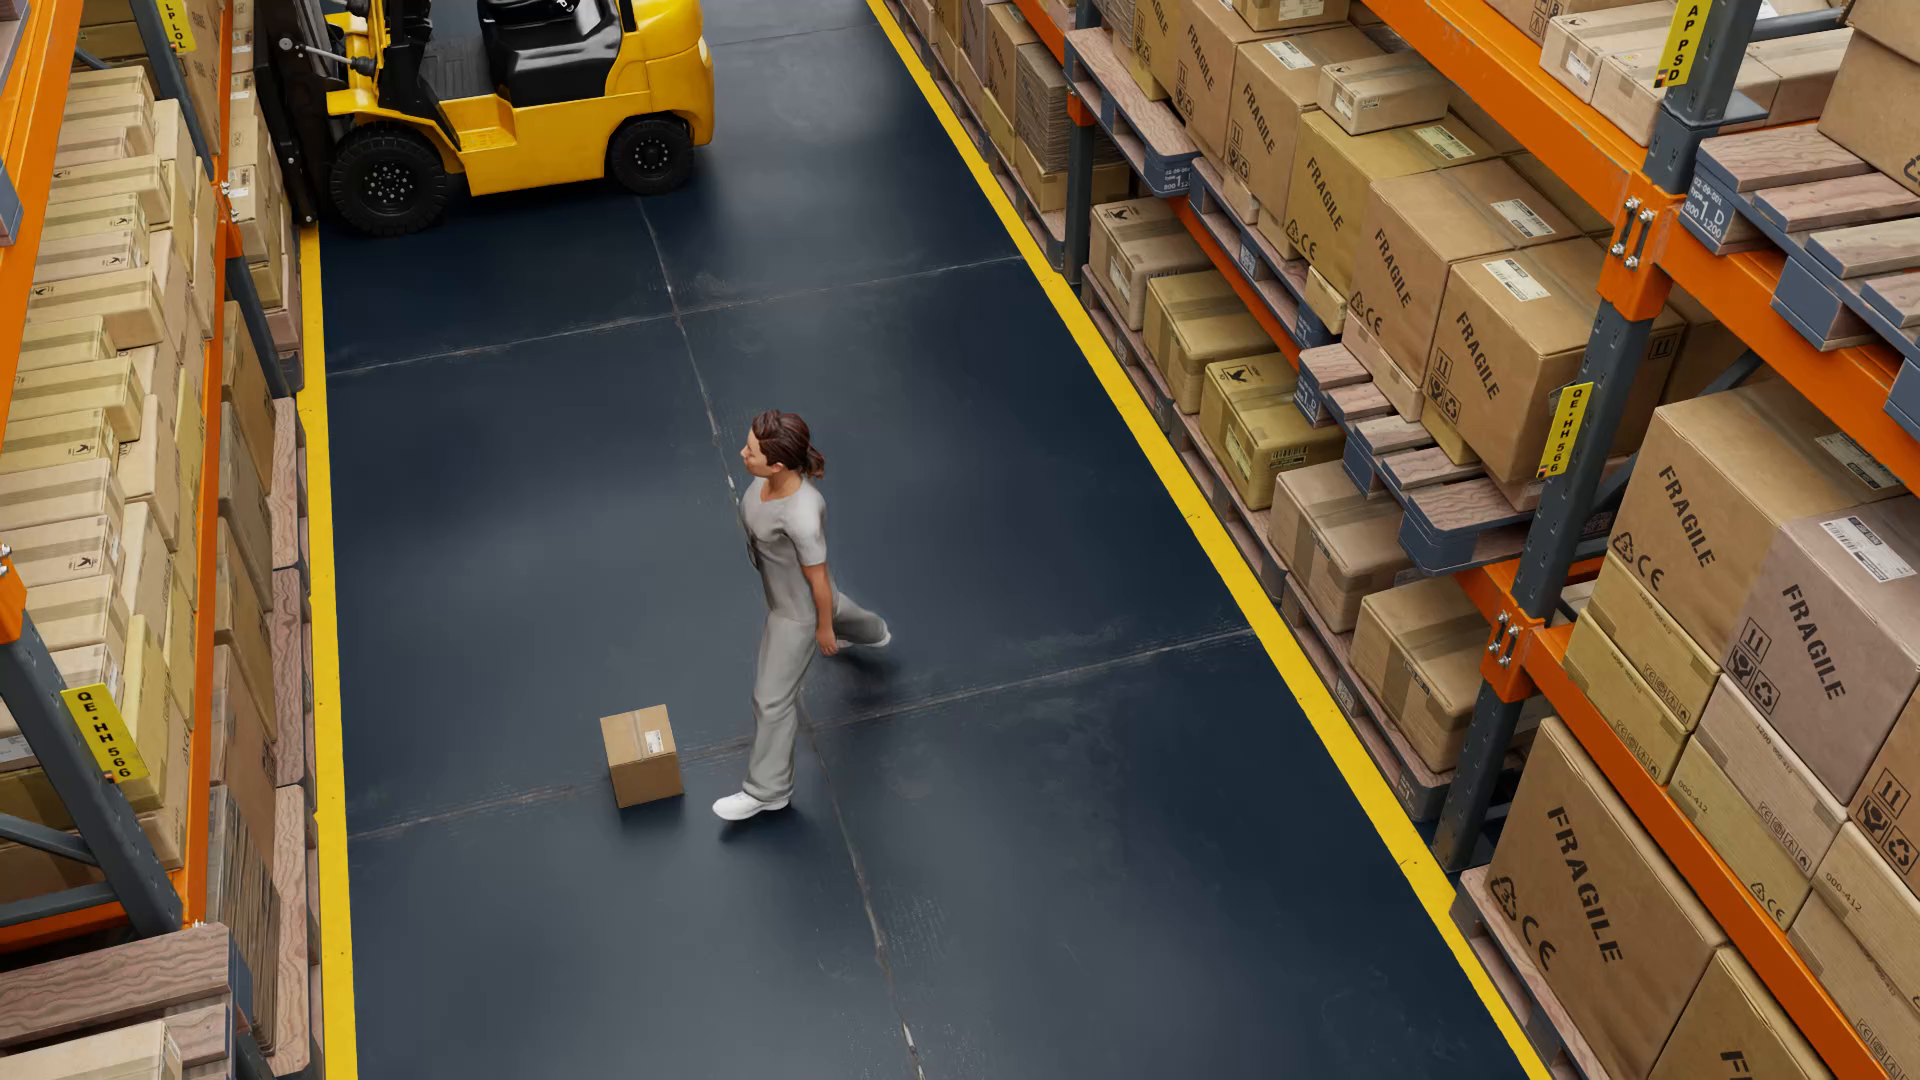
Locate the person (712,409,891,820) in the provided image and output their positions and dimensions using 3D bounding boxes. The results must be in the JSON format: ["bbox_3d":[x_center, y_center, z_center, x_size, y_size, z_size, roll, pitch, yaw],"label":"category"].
[{"bbox_3d":[-0.616,0.135,6.036,0.873,1.625,0.834,-12,44,-13],"label":"person"}]
